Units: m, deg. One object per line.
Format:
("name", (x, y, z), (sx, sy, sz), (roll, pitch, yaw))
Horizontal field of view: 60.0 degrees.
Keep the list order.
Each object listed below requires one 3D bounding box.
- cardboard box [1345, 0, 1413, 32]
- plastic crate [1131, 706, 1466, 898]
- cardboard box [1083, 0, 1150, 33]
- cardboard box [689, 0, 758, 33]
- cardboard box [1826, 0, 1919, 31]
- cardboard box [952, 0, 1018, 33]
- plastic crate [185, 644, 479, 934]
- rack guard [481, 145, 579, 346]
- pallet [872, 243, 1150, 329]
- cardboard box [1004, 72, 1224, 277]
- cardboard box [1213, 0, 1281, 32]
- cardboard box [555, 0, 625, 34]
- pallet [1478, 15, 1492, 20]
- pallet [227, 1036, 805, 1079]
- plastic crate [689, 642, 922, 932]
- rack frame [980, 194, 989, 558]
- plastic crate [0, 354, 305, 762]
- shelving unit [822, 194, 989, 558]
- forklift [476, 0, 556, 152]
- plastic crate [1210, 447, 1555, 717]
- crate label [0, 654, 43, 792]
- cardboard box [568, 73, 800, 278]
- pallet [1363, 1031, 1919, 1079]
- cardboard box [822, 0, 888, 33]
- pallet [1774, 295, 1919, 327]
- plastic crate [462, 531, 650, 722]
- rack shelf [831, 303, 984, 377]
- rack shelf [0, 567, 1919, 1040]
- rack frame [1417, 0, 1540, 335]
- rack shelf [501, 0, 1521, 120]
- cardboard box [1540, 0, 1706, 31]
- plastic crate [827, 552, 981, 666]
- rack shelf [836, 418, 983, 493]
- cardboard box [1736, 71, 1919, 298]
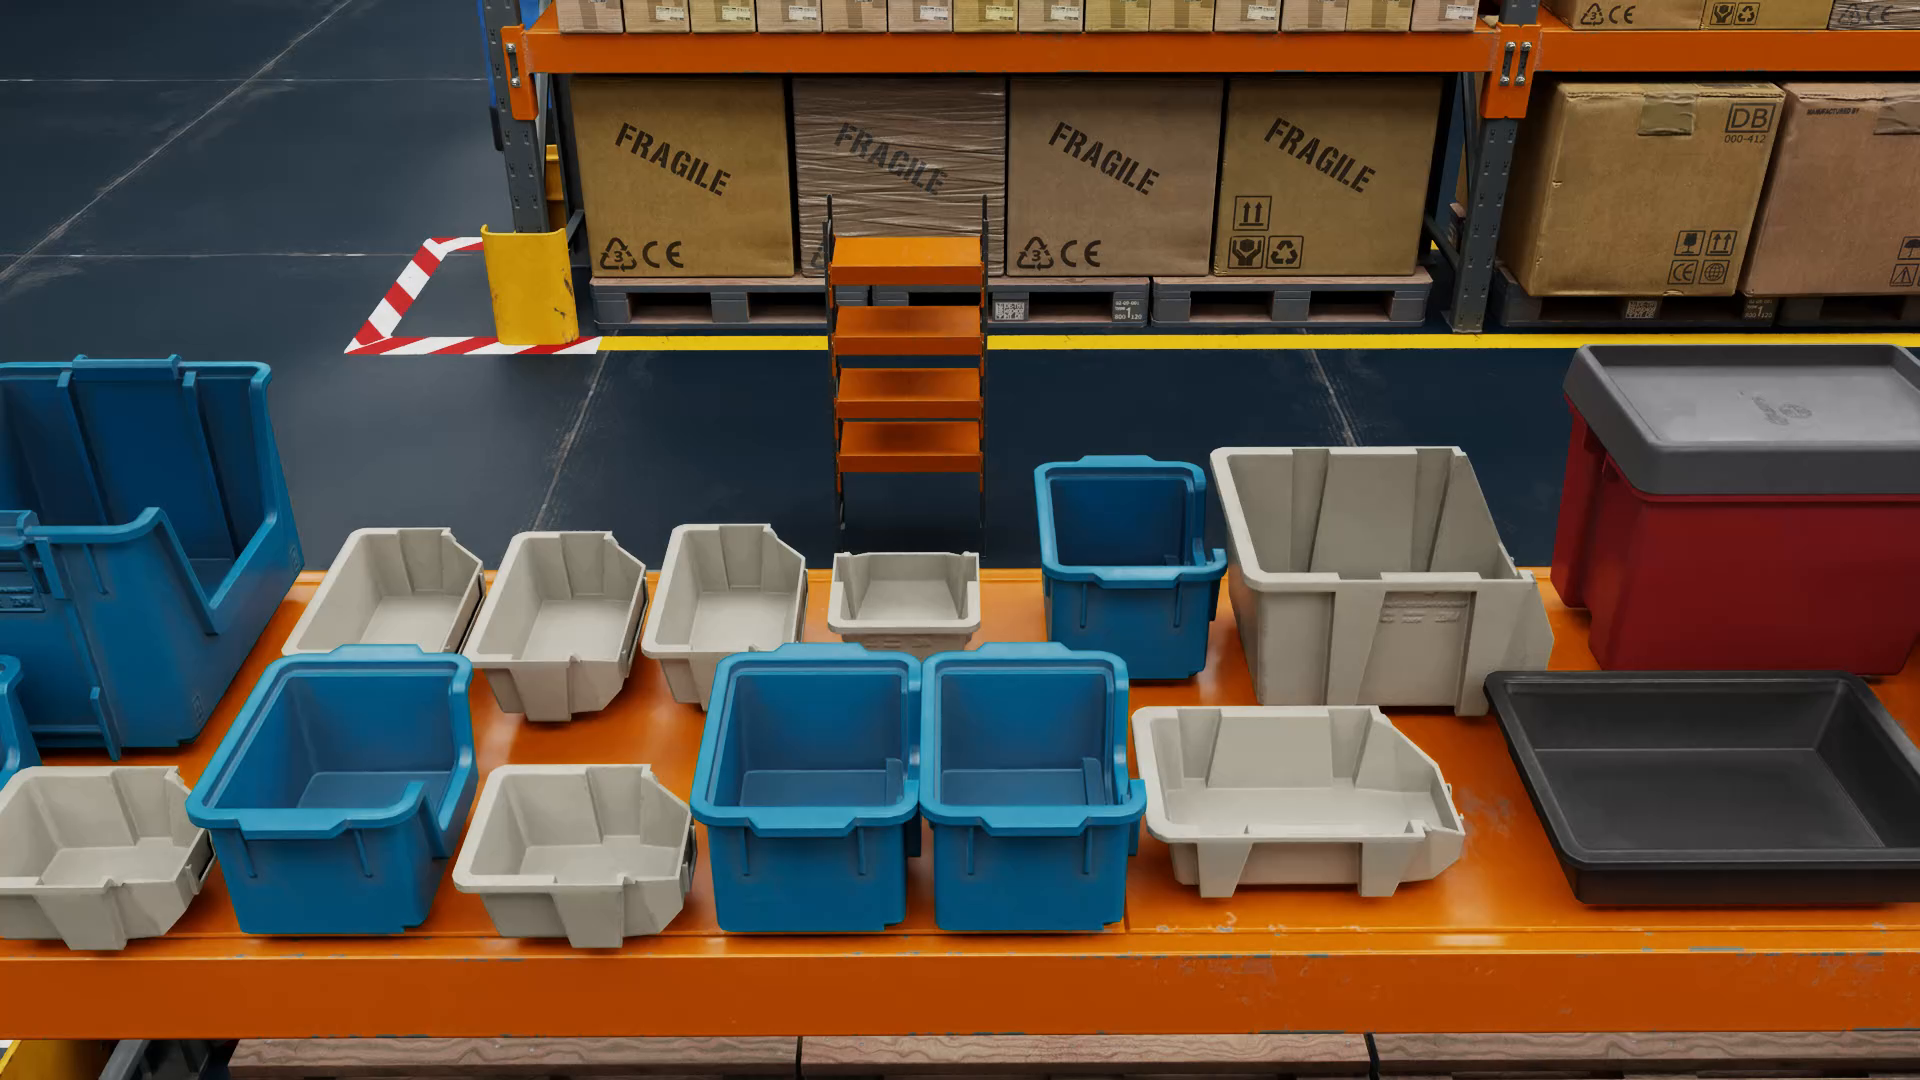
("cardboard box", (1.638, -2.154, 6.650), (0.250, 0.149, 0.380), (0, 31, 1))
("plastic crate", (0.490, 0.385, 2.421), (0.466, 0.136, 0.293), (0, 31, 0))
("cardboard box", (0.611, -2.150, 6.645), (0.250, 0.149, 0.380), (-1, 31, -1))
("cardboard box", (-0.931, -2.146, 6.637), (0.250, 0.149, 0.380), (-1, 31, -1))
("cardboard box", (3.664, -2.351, 6.637), (0.500, 0.500, 0.500), (-1, 31, -1))
("cardboard box", (0.095, -2.149, 6.642), (0.250, 0.149, 0.380), (-1, 31, -2))
("plastic crate", (-0.864, 0.363, 2.364), (0.300, 0.233, 0.416), (0, 31, 0))
("rack guard", (-1.825, -1.352, 7.496), (0.348, 0.500, 1.175), (0, 31, 0))
("pallet", (0.215, -1.274, 7.646), (1.213, 0.211, 1.003), (0, 31, 0))
("cardboard box", (0.639, -1.741, 7.371), (0.875, 0.875, 0.875), (0, 31, 0))
("cardboard box", (1.125, -2.152, 6.648), (0.250, 0.149, 0.380), (0, 31, 1))
("cardboard box", (-1.444, -2.143, 6.633), (0.250, 0.149, 0.380), (0, 31, 0))
("pallet", (3.049, -3.817, 11.838), (1.213, 0.211, 1.003), (0, 31, 0))
("pallet", (-0.946, 1.358, 3.308), (1.213, 0.211, 1.003), (0, 31, 0))
("plastic crate", (-0.205, 0.360, 2.368), (0.300, 0.233, 0.416), (0, 31, 0))
("rack frame", (0.078, -0.513, 5.439), (0.015, 1.200, 0.240), (0, 31, 0))
("plastic crate", (-1.437, 0.010, 2.750), (0.499, 0.435, 0.616), (0, 31, 0))
("shelving unit", (-0.166, -0.512, 5.438), (0.503, 1.200, 0.258), (0, 31, 0))
("forklift", (-1.080, -3.626, 8.901), (3.031, 2.935, 1.130), (-2, 31, -3))
("plastic crate", (0.701, 0.070, 2.799), (0.530, 0.282, 0.437), (0, 31, 0))
("crate label", (-1.522, 0.365, 2.361), (0.303, 0.233, 0.416), (0, 31, 0))
("cardboard box", (-1.161, -1.735, 7.362), (0.875, 0.875, 0.875), (0, 31, 0))
("pallet", (1.494, 1.351, 3.320), (1.213, 0.211, 1.003), (0, 31, 0))
("cardboard box", (-0.416, -2.147, 6.639), (0.250, 0.149, 0.380), (-1, 31, -1))
("pallet", (4.194, -1.288, 7.669), (1.213, 0.211, 1.003), (0, 31, 0))
("plastic crate", (-0.666, 0.146, 2.814), (0.243, 0.136, 0.396), (0, 31, 0))
("rack shelf", (-0.166, -0.646, 5.357), (0.480, 0.148, 0.258), (0, 31, 0))
("rack shelf", (0.229, 0.450, 2.810), (4.000, 0.370, 1.077), (0, 31, 0))
("rack frame", (2.199, -2.433, 6.868), (0.127, 3.000, 1.000), (0, 31, 0))
("rack shelf", (0.199, -2.119, 7.045), (4.000, 0.370, 1.077), (0, 31, 0))
("cardboard box", (2.661, -2.347, 6.631), (0.500, 0.500, 0.500), (0, 31, 0))
("plastic crate", (-0.092, 0.122, 2.854), (0.250, 0.136, 0.298), (0, 31, 0))
("rack shelf", (-0.166, -0.285, 5.576), (0.480, 0.148, 0.258), (0, 31, 0))
("cardboard box", (3.733, -1.720, 7.336), (0.875, 0.875, 1.225), (-1, 31, -2))
